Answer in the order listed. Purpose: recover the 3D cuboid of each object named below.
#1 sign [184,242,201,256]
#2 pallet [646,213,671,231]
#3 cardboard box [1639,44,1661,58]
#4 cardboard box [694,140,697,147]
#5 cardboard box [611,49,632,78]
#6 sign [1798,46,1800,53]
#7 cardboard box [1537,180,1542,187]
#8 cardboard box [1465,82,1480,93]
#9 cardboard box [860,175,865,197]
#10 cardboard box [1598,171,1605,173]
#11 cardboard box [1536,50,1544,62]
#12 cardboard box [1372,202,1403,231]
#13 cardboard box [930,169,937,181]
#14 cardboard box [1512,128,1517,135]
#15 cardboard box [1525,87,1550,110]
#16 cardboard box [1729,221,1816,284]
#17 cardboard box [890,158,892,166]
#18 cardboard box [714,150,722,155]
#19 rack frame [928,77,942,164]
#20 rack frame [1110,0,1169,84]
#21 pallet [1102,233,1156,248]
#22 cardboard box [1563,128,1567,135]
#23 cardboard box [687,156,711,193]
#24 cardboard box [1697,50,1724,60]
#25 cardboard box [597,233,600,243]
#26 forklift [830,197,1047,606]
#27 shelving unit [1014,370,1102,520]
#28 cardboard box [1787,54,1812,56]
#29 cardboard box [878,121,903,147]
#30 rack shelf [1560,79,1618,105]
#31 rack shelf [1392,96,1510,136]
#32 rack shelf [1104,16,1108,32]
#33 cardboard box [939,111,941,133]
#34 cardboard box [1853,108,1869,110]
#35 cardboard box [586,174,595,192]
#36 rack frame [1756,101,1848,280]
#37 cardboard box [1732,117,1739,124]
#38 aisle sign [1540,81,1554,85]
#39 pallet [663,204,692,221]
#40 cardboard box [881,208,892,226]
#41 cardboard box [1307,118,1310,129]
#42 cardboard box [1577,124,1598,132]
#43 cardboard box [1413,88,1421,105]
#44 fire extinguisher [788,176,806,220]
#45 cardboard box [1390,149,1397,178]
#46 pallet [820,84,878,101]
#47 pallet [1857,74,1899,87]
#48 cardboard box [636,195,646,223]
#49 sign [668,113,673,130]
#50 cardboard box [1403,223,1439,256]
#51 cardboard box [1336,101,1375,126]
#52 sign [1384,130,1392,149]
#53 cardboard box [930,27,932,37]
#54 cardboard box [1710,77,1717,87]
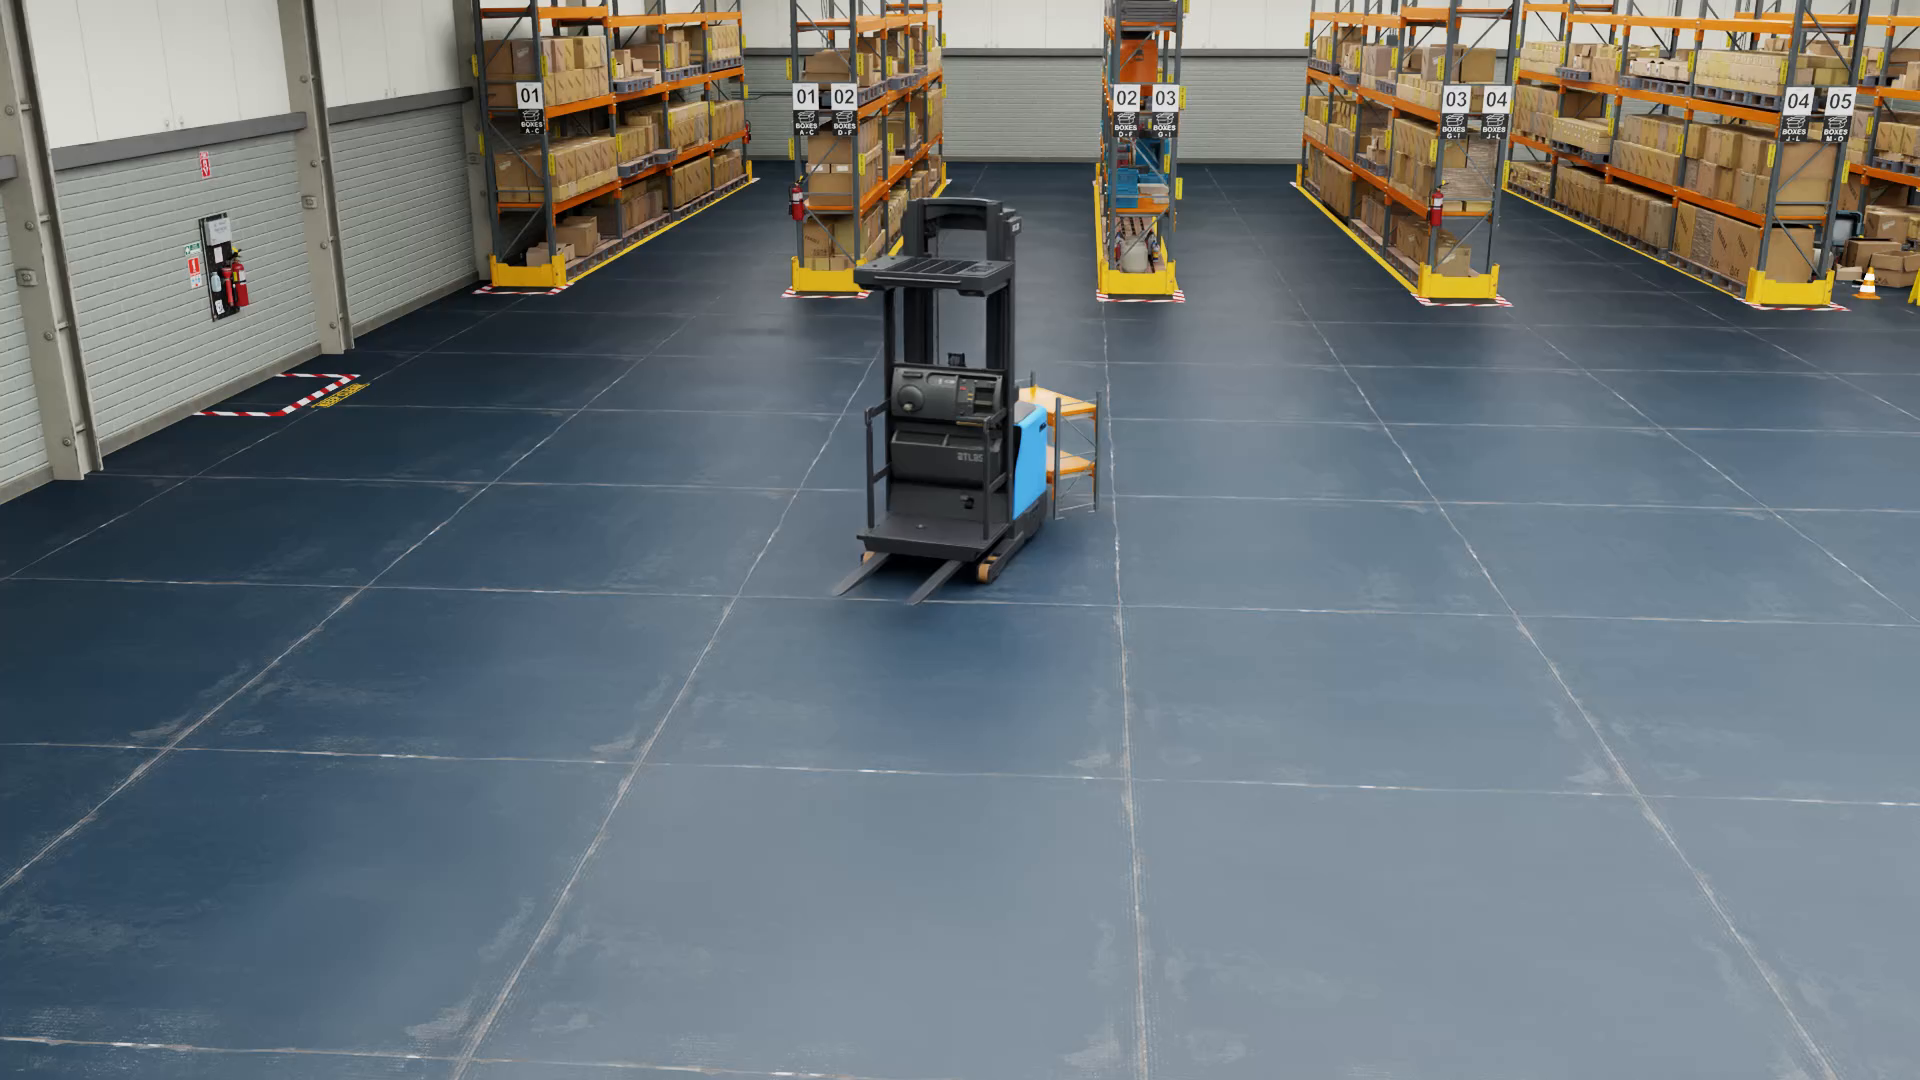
[{"bbox_3d":[-8.623,-3.272,18.683,0.001,0.109,0.331,1,18,4],"label":"sign"},{"bbox_3d":[-6.516,-6.482,33.866,1.003,0.211,1.213,1,18,4],"label":"pallet"},{"bbox_3d":[13.644,-9.692,32.977,0.396,0.266,0.258,1,18,4],"label":"cardboard box"},{"bbox_3d":[-6.016,-8.755,36.695,0.380,0.149,0.250,1,18,4],"label":"cardboard box"},{"bbox_3d":[-6.538,-9.031,31.514,0.500,0.500,0.500,1,18,2],"label":"cardboard box"},{"bbox_3d":[17.981,-10.460,35.752,0.100,0.325,0.005,1,18,4],"label":"sign"},{"bbox_3d":[13.304,-8.077,37.682,0.380,0.149,0.250,1,18,2],"label":"cardboard box"},{"bbox_3d":[8.050,-7.017,25.803,0.380,0.149,0.250,1,18,3],"label":"cardboard box"},{"bbox_3d":[-1.970,-5.965,27.650,0.700,0.500,0.500,1,18,4],"label":"cardboard box"},{"bbox_3d":[13.715,-7.625,35.013,0.500,0.250,0.500,0,18,1],"label":"cardboard box"},{"bbox_3d":[13.467,-11.046,37.936,0.500,0.250,0.500,1,18,2],"label":"cardboard box"},{"bbox_3d":[8.274,-6.182,31.779,0.700,0.500,0.500,3,18,9],"label":"cardboard box"},{"bbox_3d":[-0.835,-8.858,40.350,0.500,0.250,0.500,1,18,4],"label":"cardboard box"},{"bbox_3d":[13.527,-9.848,40.063,0.380,0.149,0.250,1,18,3],"label":"cardboard box"},{"bbox_3d":[13.490,-10.273,38.713,0.500,0.500,0.500,1,18,3],"label":"cardboard box"},{"bbox_3d":[12.712,-4.493,26.056,0.875,0.875,0.875,1,18,4],"label":"cardboard box"},{"bbox_3d":[-1.553,-7.423,32.665,0.380,0.149,0.250,3,18,8],"label":"cardboard box"},{"bbox_3d":[-6.061,-9.520,40.959,0.380,0.149,0.250,1,18,4],"label":"cardboard box"},{"bbox_3d":[-0.944,-10.425,41.421,1.000,3.000,0.127,1,18,4],"label":"rack frame"},{"bbox_3d":[3.136,-9.437,28.772,1.000,3.000,0.127,1,18,4],"label":"rack frame"},{"bbox_3d":[3.154,-5.506,30.887,1.003,0.211,1.213,1,18,4],"label":"pallet"},{"bbox_3d":[13.050,-8.686,35.366,0.380,0.149,0.250,1,18,2],"label":"cardboard box"},{"bbox_3d":[-6.089,-8.265,37.608,0.750,0.750,0.750,1,18,5],"label":"cardboard box"},{"bbox_3d":[12.651,-8.160,27.980,0.380,0.149,0.250,1,18,4],"label":"cardboard box"},{"bbox_3d":[-6.754,-5.503,30.244,0.380,0.166,0.250,-1,18,-3],"label":"cardboard box"},{"bbox_3d":[-0.175,-1.181,13.321,1.130,2.935,3.031,6,19,18],"label":"forklift"},{"bbox_3d":[0.779,-0.892,15.340,0.538,1.125,1.048,-12,21,-31],"label":"shelving unit"},{"bbox_3d":[13.163,-7.515,26.010,0.380,0.149,0.250,1,18,3],"label":"cardboard box"},{"bbox_3d":[-1.585,-8.385,34.362,0.700,0.500,0.500,-5,19,-15],"label":"cardboard box"},{"bbox_3d":[13.447,-9.281,34.267,1.077,0.370,4.000,1,18,4],"label":"rack shelf"},{"bbox_3d":[7.933,-6.938,27.117,1.077,0.370,4.000,1,18,4],"label":"rack shelf"},{"bbox_3d":[3.566,-10.769,34.633,1.077,0.370,4.000,1,18,4],"label":"rack shelf"},{"bbox_3d":[-0.738,-10.166,40.470,0.500,0.500,0.500,1,18,4],"label":"cardboard box"},{"bbox_3d":[18.095,-8.499,33.778,0.500,0.500,0.500,1,18,4],"label":"cardboard box"},{"bbox_3d":[-6.576,-6.124,28.505,0.500,0.250,0.500,1,18,4],"label":"cardboard box"},{"bbox_3d":[12.730,-5.091,25.143,1.000,3.000,0.127,1,18,4],"label":"rack frame"},{"bbox_3d":[18.492,-9.728,39.135,0.500,0.500,0.500,1,18,3],"label":"cardboard box"},{"bbox_3d":[14.181,-11.312,39.953,0.394,0.787,0.004,1,18,4],"label":"aisle sign"},{"bbox_3d":[-6.327,-6.968,35.348,1.003,0.211,1.213,1,18,4],"label":"pallet"},{"bbox_3d":[-1.526,-5.980,30.697,0.500,0.311,0.500,1,18,4],"label":"cardboard box"},{"bbox_3d":[8.602,-9.968,39.790,0.500,0.250,0.500,1,18,3],"label":"cardboard box"},{"bbox_3d":[12.976,-8.503,34.328,0.380,0.149,0.250,2,18,7],"label":"cardboard box"},{"bbox_3d":[7.680,-7.213,27.043,0.500,0.250,0.500,1,18,3],"label":"cardboard box"},{"bbox_3d":[-2.563,-5.392,26.187,0.296,0.674,0.183,1,18,4],"label":"fire extinguisher"},{"bbox_3d":[7.983,-6.526,28.884,0.875,0.500,0.500,1,18,4],"label":"cardboard box"},{"bbox_3d":[-1.930,-7.438,27.630,1.003,0.211,1.213,1,18,4],"label":"pallet"},{"bbox_3d":[18.241,-9.034,32.661,1.213,0.211,1.003,2,18,6],"label":"pallet"},{"bbox_3d":[-6.618,-6.534,32.853,0.700,0.500,0.500,1,18,4],"label":"cardboard box"},{"bbox_3d":[-5.917,-8.553,33.976,0.100,0.325,0.005,1,18,4],"label":"sign"},{"bbox_3d":[7.974,-5.186,28.772,0.500,0.500,0.500,7,20,21],"label":"cardboard box"},{"bbox_3d":[8.612,-9.286,36.173,0.797,0.503,0.637,1,18,2],"label":"cardboard box"},{"bbox_3d":[7.523,-7.037,29.222,0.100,0.325,0.005,1,18,4],"label":"sign"},{"bbox_3d":[-1.027,-11.590,38.393,0.700,0.500,0.500,1,18,4],"label":"cardboard box"},{"bbox_3d":[12.597,-7.545,27.384,0.380,0.149,0.250,1,18,3],"label":"cardboard box"}]
